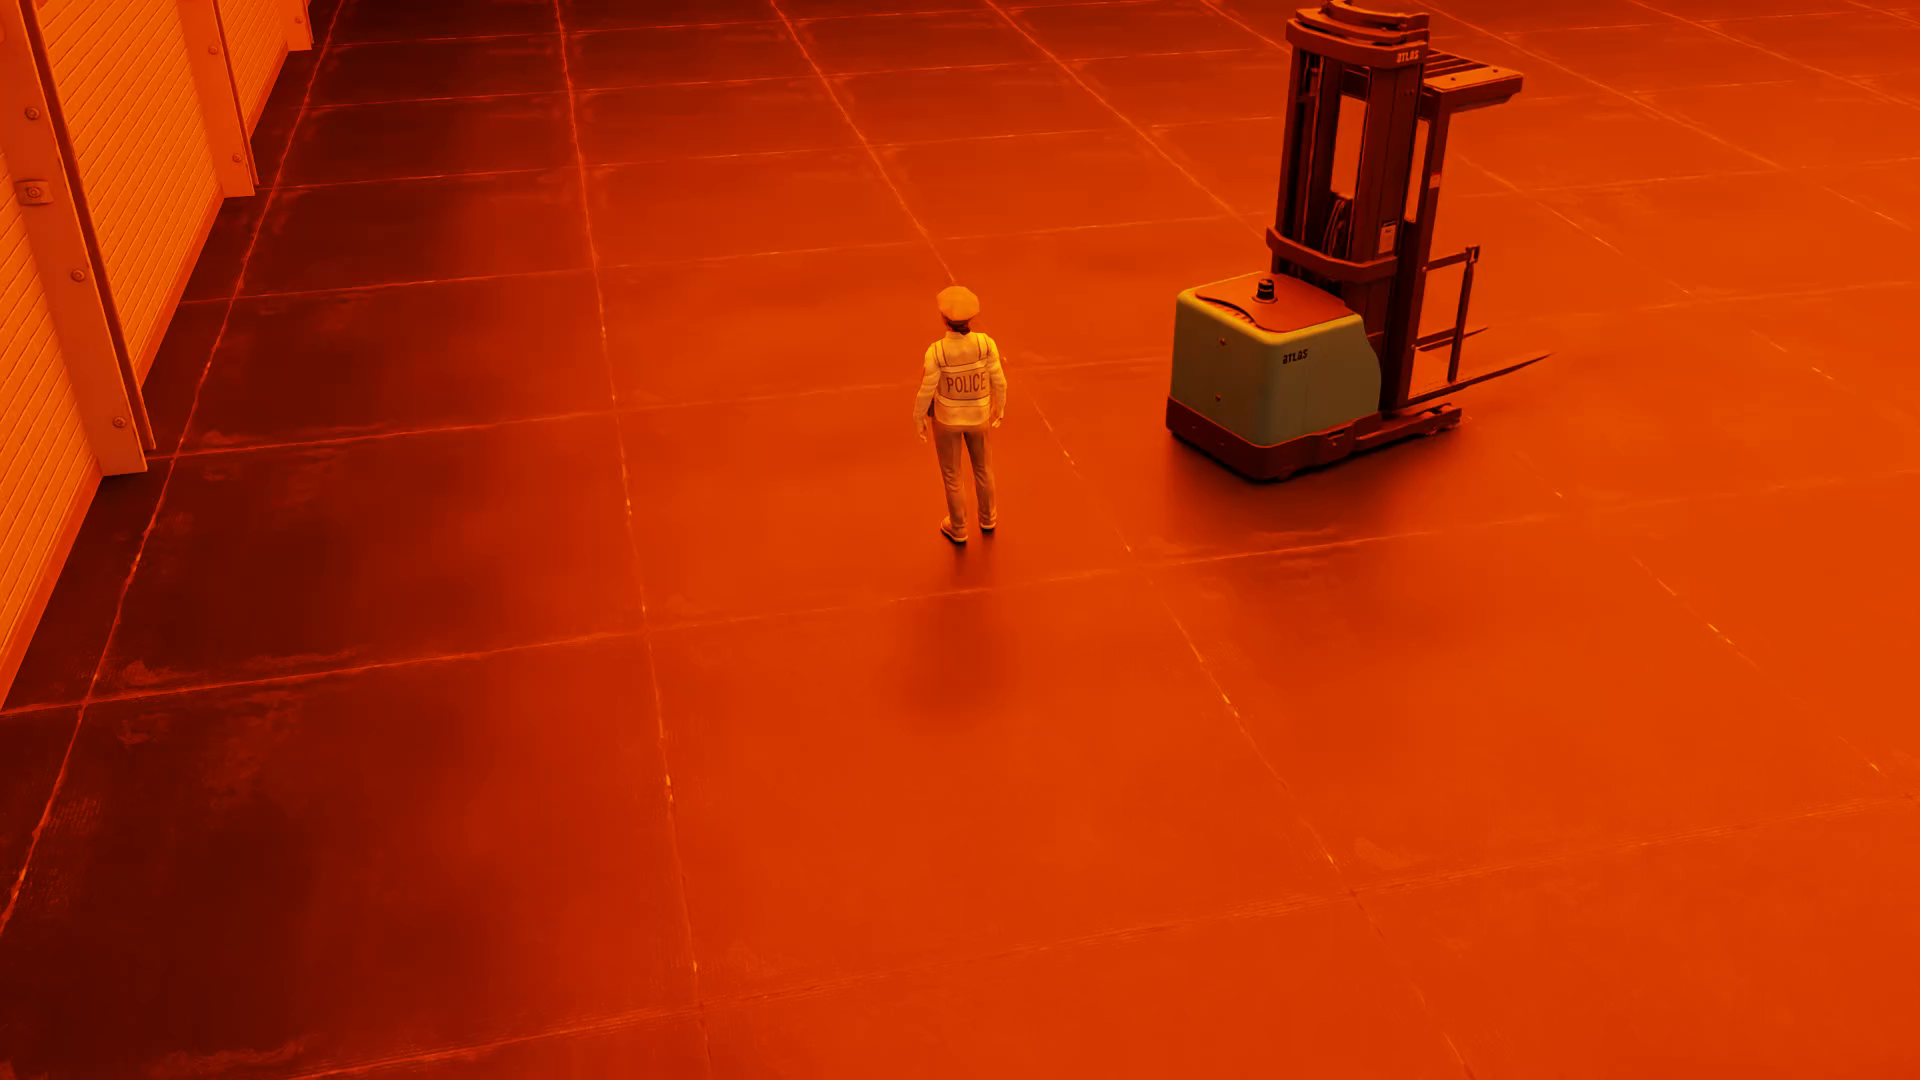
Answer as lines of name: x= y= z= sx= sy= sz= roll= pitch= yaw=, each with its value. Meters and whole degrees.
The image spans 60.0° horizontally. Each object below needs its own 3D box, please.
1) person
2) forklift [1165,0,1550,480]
person: x=-0.009 y=-0.774 z=10.131 sx=0.587 sy=1.694 sz=0.530 roll=-7 pitch=31 yaw=-12
forklift: x=2.974 y=-2.214 z=11.400 sx=3.031 sy=2.935 sz=1.130 roll=-18 pitch=34 yaw=-27
